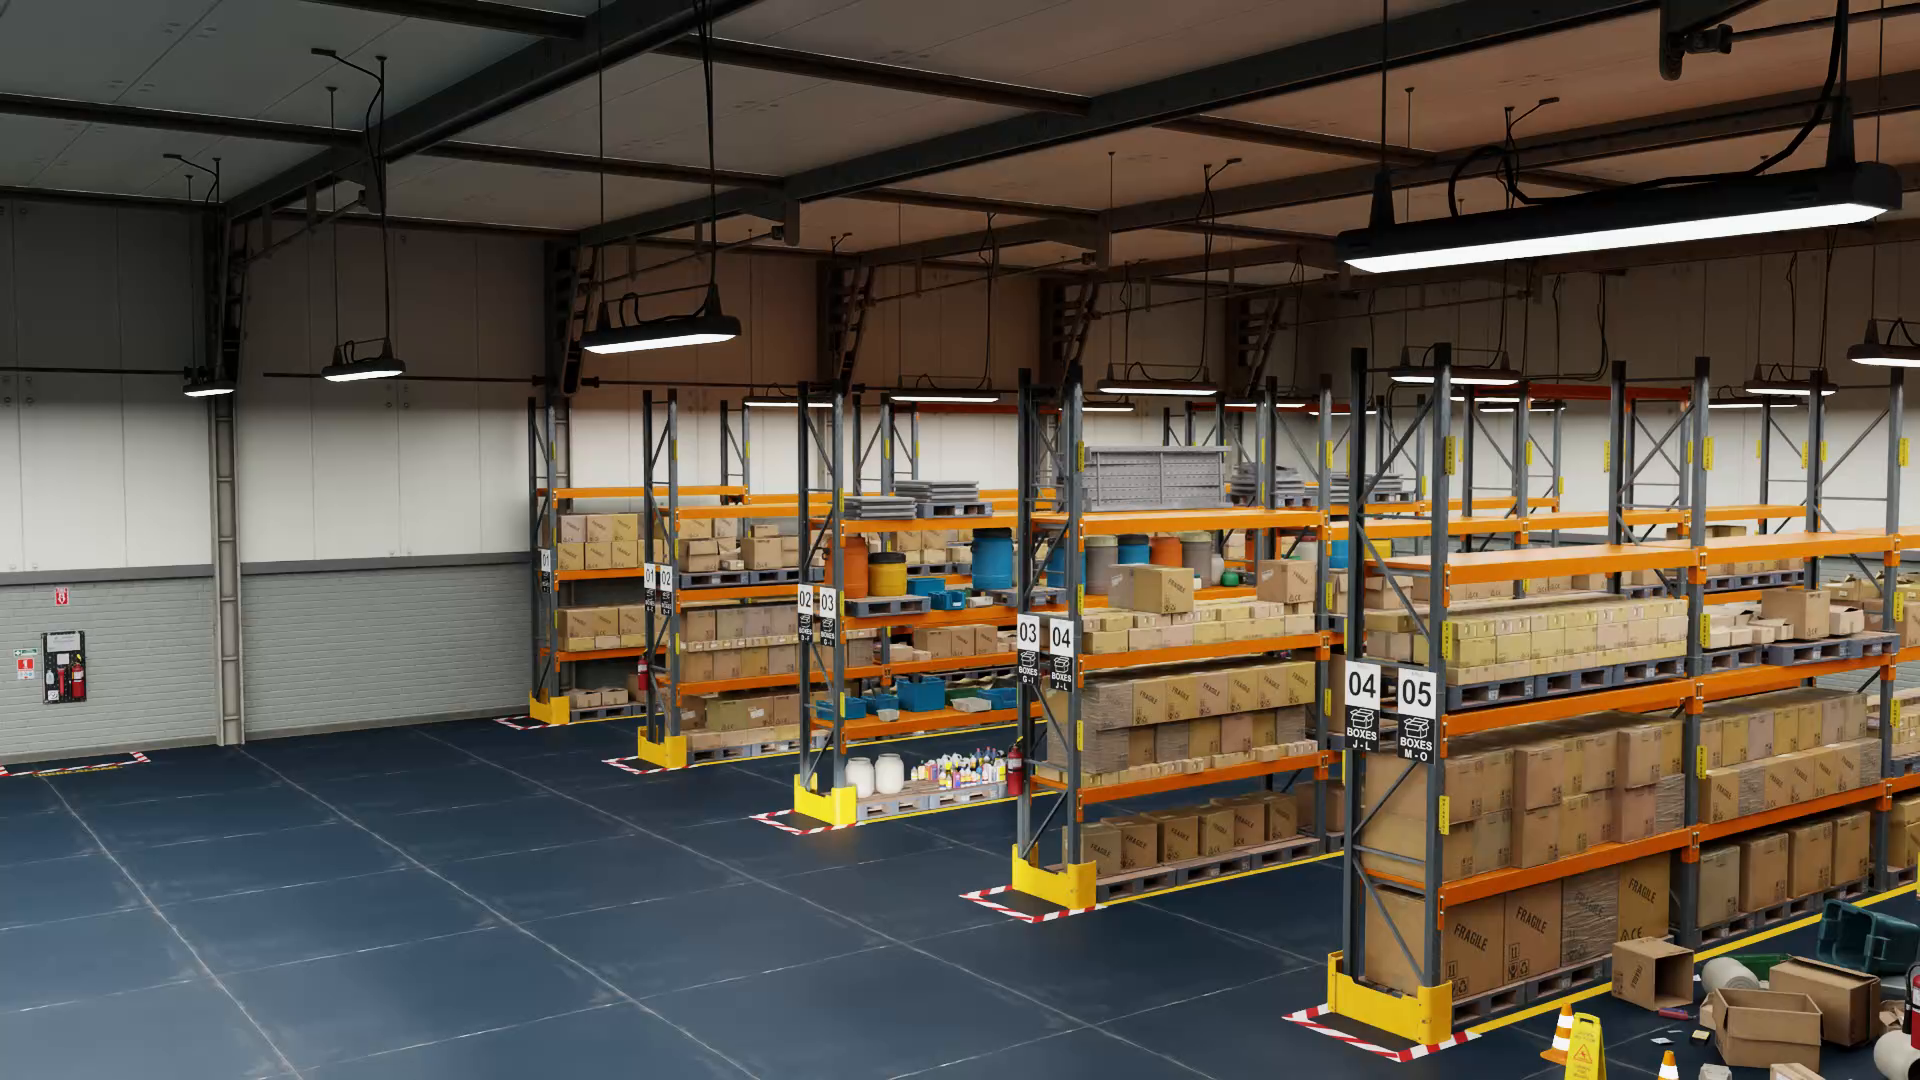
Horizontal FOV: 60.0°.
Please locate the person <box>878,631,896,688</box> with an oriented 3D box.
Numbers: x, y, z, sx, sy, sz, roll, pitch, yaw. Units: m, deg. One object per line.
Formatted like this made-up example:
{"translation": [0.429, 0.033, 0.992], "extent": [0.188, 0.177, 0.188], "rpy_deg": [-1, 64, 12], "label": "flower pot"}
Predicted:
{"translation": [-1.388, 2.511, 31.556], "extent": [0.437, 1.632, 0.485], "rpy_deg": [0, 3, -6], "label": "person"}
